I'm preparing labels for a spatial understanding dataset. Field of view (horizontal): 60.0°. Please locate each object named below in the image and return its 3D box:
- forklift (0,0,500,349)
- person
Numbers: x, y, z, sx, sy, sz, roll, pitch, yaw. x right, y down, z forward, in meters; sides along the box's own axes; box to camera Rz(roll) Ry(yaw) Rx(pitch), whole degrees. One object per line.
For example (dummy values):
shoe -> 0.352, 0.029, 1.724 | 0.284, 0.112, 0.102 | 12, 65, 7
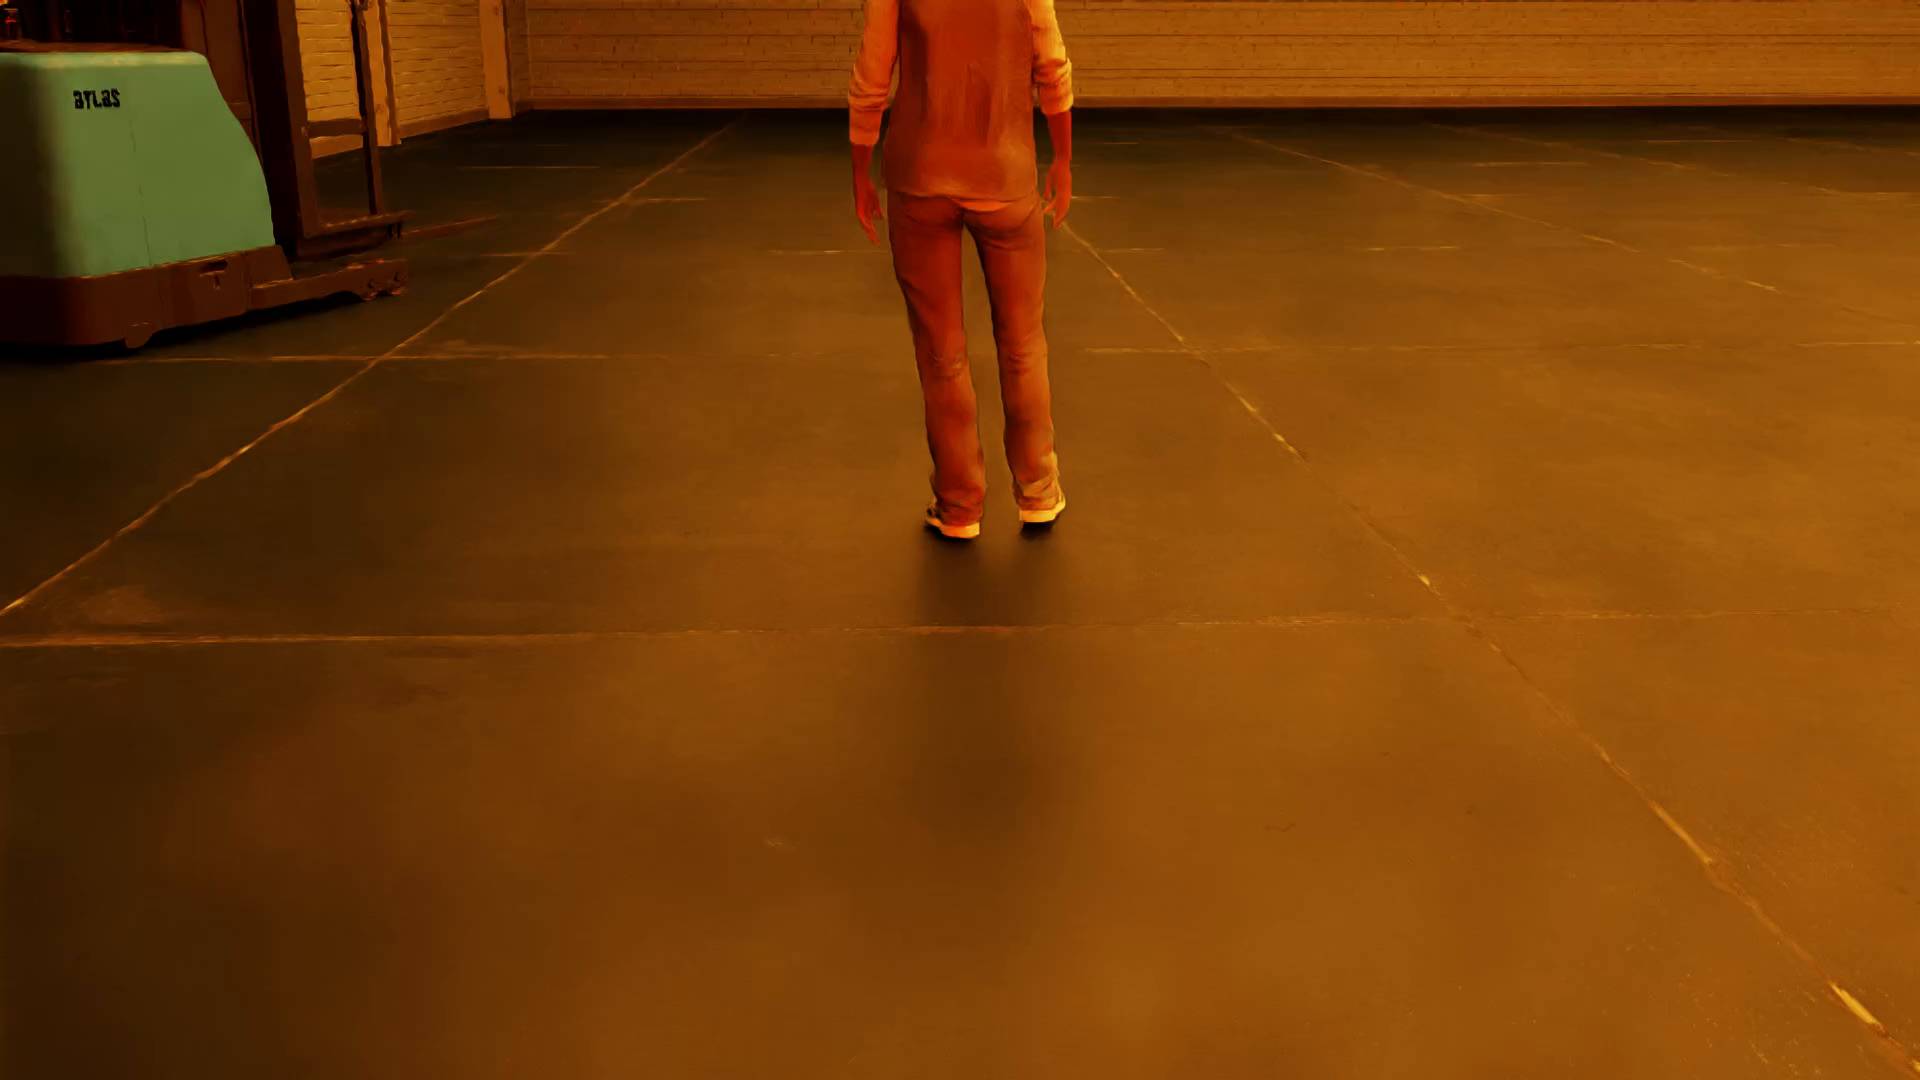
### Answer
forklift -> -3.162, -2.486, 7.035 | 1.130, 2.935, 3.031 | 5, 18, 16
person -> 0.010, -0.785, 3.756 | 0.521, 1.583, 0.474 | -1, 17, -3
